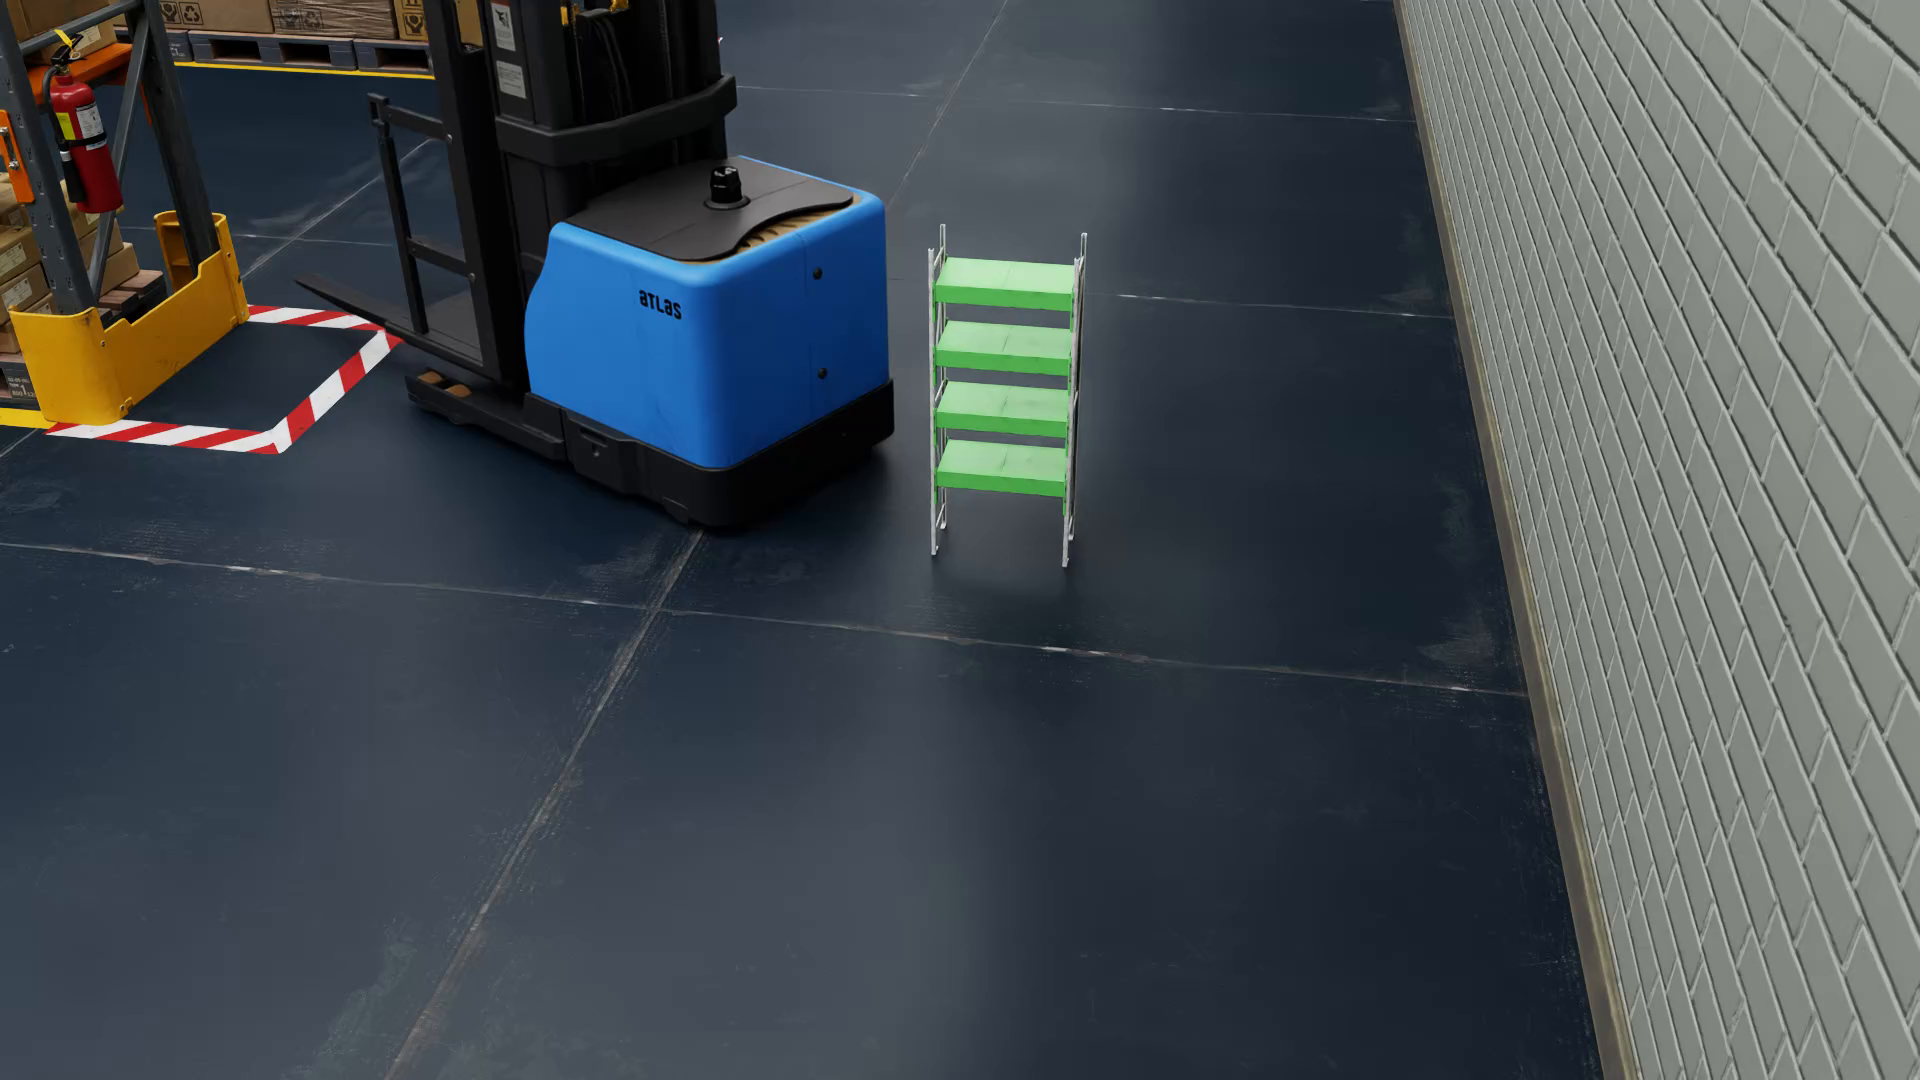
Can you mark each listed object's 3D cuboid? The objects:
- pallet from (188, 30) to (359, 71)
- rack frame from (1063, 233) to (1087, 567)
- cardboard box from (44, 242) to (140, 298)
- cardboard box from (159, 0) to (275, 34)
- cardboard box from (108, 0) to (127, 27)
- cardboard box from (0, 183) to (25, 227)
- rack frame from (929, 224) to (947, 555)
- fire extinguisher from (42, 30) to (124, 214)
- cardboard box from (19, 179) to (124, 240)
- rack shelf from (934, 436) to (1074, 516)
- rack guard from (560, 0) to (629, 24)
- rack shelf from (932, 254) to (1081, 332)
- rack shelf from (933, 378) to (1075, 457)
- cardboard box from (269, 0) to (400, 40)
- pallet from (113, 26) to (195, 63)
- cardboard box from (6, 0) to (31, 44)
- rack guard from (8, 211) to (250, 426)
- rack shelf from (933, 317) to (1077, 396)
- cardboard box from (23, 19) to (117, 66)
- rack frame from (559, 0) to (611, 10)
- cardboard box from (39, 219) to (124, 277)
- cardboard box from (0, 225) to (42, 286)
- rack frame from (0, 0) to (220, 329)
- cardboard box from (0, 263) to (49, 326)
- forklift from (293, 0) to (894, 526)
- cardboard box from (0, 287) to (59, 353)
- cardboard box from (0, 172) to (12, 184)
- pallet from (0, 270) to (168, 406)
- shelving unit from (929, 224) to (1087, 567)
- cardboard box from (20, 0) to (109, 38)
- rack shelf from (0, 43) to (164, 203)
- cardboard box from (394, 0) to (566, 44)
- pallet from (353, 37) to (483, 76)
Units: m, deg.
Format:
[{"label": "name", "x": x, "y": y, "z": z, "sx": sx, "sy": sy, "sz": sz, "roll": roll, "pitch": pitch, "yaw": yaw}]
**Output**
[{"label": "pallet", "x": -4.643, "y": -3.606, "z": 11.812, "sx": 1.213, "sy": 0.211, "sz": 1.003, "roll": 5, "pitch": 32, "yaw": 8}, {"label": "rack frame", "x": 0.404, "y": -0.472, "z": 5.873, "sx": 0.015, "sy": 1.200, "sz": 0.240, "roll": 5, "pitch": 32, "yaw": 8}, {"label": "cardboard box", "x": -4.039, "y": -1.246, "z": 7.705, "sx": 0.250, "sy": 0.149, "sz": 0.380, "roll": 6, "pitch": 33, "yaw": 9}, {"label": "cardboard box", "x": -5.061, "y": -4.101, "z": 11.581, "sx": 0.875, "sy": 0.875, "sz": 0.875, "roll": 5, "pitch": 32, "yaw": 8}, {"label": "cardboard box", "x": -5.948, "y": -4.181, "z": 11.709, "sx": 0.875, "sy": 0.875, "sz": 0.875, "roll": 5, "pitch": 32, "yaw": 8}, {"label": "cardboard box", "x": -4.328, "y": -1.470, "z": 7.502, "sx": 0.250, "sy": 0.149, "sz": 0.380, "roll": 6, "pitch": 33, "yaw": 9}, {"label": "rack frame", "x": -0.077, "y": -0.516, "z": 5.943, "sx": 0.015, "sy": 1.200, "sz": 0.240, "roll": 5, "pitch": 32, "yaw": 8}, {"label": "fire extinguisher", "x": -3.406, "y": -1.608, "z": 6.416, "sx": 0.183, "sy": 0.674, "sz": 0.296, "roll": 5, "pitch": 32, "yaw": 8}, {"label": "cardboard box", "x": -4.036, "y": -1.509, "z": 7.563, "sx": 0.250, "sy": 0.149, "sz": 0.380, "roll": 4, "pitch": 32, "yaw": 6}, {"label": "rack shelf", "x": 0.163, "y": -0.236, "z": 6.069, "sx": 0.480, "sy": 0.148, "sz": 0.258, "roll": 5, "pitch": 32, "yaw": 8}, {"label": "rack guard", "x": -2.619, "y": -3.586, "z": 11.507, "sx": 0.348, "sy": 0.500, "sz": 1.175, "roll": 5, "pitch": 32, "yaw": 8}, {"label": "rack shelf", "x": 0.163, "y": -0.847, "z": 5.687, "sx": 0.480, "sy": 0.148, "sz": 0.258, "roll": 5, "pitch": 32, "yaw": 8}, {"label": "rack shelf", "x": 0.163, "y": -0.440, "z": 5.942, "sx": 0.480, "sy": 0.148, "sz": 0.258, "roll": 5, "pitch": 32, "yaw": 8}, {"label": "cardboard box", "x": -4.184, "y": -4.021, "z": 11.454, "sx": 0.875, "sy": 0.875, "sz": 0.875, "roll": 5, "pitch": 32, "yaw": 8}, {"label": "pallet", "x": -5.849, "y": -3.714, "z": 11.984, "sx": 1.213, "sy": 0.211, "sz": 1.003, "roll": 5, "pitch": 32, "yaw": 8}, {"label": "cardboard box", "x": -4.063, "y": -2.136, "z": 6.461, "sx": 0.500, "sy": 0.500, "sz": 0.500, "roll": 6, "pitch": 33, "yaw": 9}, {"label": "rack guard", "x": -3.652, "y": -1.010, "z": 7.392, "sx": 0.348, "sy": 0.500, "sz": 1.175, "roll": 5, "pitch": 32, "yaw": 8}, {"label": "rack shelf", "x": 0.163, "y": -0.643, "z": 5.815, "sx": 0.480, "sy": 0.148, "sz": 0.258, "roll": 5, "pitch": 32, "yaw": 8}, {"label": "cardboard box", "x": -3.841, "y": -2.156, "z": 7.104, "sx": 0.250, "sy": 0.149, "sz": 0.380, "roll": 5, "pitch": 32, "yaw": 8}, {"label": "rack frame", "x": -2.643, "y": -4.647, "z": 10.848, "sx": 0.127, "sy": 3.000, "sz": 1.000, "roll": 5, "pitch": 32, "yaw": 8}, {"label": "cardboard box", "x": -4.050, "y": -1.339, "z": 7.573, "sx": 0.250, "sy": 0.149, "sz": 0.380, "roll": 6, "pitch": 33, "yaw": 10}, {"label": "cardboard box", "x": -4.141, "y": -1.199, "z": 7.069, "sx": 0.250, "sy": 0.149, "sz": 0.380, "roll": 6, "pitch": 32, "yaw": 9}, {"label": "rack frame", "x": -3.577, "y": -2.062, "z": 6.718, "sx": 0.127, "sy": 3.000, "sz": 1.000, "roll": 5, "pitch": 32, "yaw": 8}, {"label": "cardboard box", "x": -4.145, "y": -1.056, "z": 7.120, "sx": 0.250, "sy": 0.149, "sz": 0.380, "roll": 4, "pitch": 32, "yaw": 7}, {"label": "forklift", "x": -1.739, "y": -1.926, "z": 6.565, "sx": 3.031, "sy": 2.935, "sz": 1.130, "roll": 23, "pitch": 39, "yaw": 32}, {"label": "cardboard box", "x": -4.131, "y": -0.970, "z": 7.263, "sx": 0.250, "sy": 0.149, "sz": 0.380, "roll": 6, "pitch": 32, "yaw": 9}, {"label": "cardboard box", "x": -4.555, "y": -1.560, "z": 7.645, "sx": 0.250, "sy": 0.149, "sz": 0.380, "roll": 5, "pitch": 32, "yaw": 8}, {"label": "pallet", "x": -4.446, "y": -0.978, "z": 7.614, "sx": 1.213, "sy": 0.211, "sz": 1.003, "roll": 5, "pitch": 32, "yaw": 8}, {"label": "shelving unit", "x": 0.163, "y": -0.494, "z": 5.908, "sx": 0.503, "sy": 1.200, "sz": 0.258, "roll": 5, "pitch": 32, "yaw": 8}, {"label": "cardboard box", "x": -3.973, "y": -2.415, "z": 6.907, "sx": 0.500, "sy": 0.500, "sz": 0.500, "roll": 7, "pitch": 33, "yaw": 11}, {"label": "rack shelf", "x": -5.548, "y": -1.936, "z": 7.194, "sx": 4.000, "sy": 0.370, "sz": 1.077, "roll": 5, "pitch": 32, "yaw": 8}, {"label": "cardboard box", "x": -3.287, "y": -3.940, "z": 11.324, "sx": 0.875, "sy": 0.875, "sz": 0.875, "roll": 5, "pitch": 32, "yaw": 8}, {"label": "pallet", "x": -3.444, "y": -3.496, "z": 11.636, "sx": 1.213, "sy": 0.211, "sz": 1.003, "roll": 5, "pitch": 32, "yaw": 8}]
